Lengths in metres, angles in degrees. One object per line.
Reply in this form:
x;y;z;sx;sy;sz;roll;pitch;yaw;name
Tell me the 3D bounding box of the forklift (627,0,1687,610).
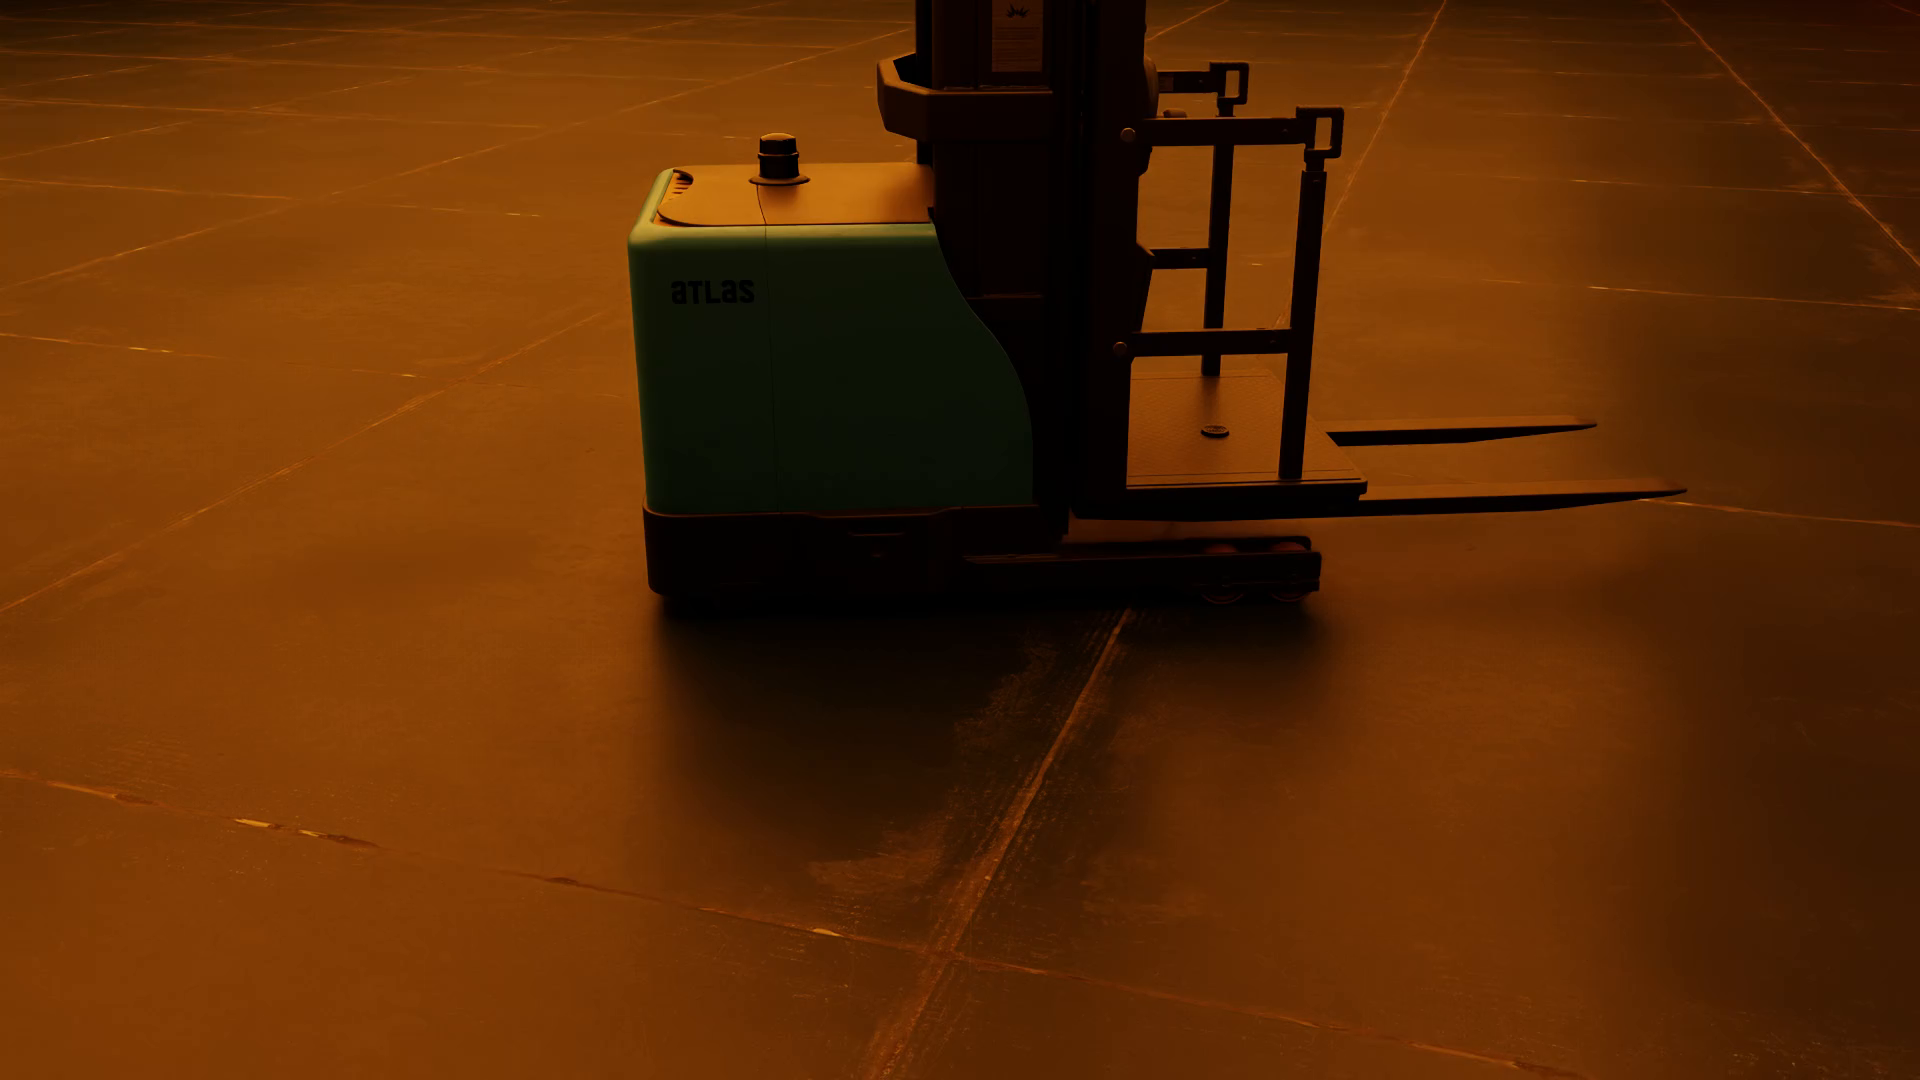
0.606;-1.374;4.608;3.031;2.935;1.130;-2;23;-4;forklift
